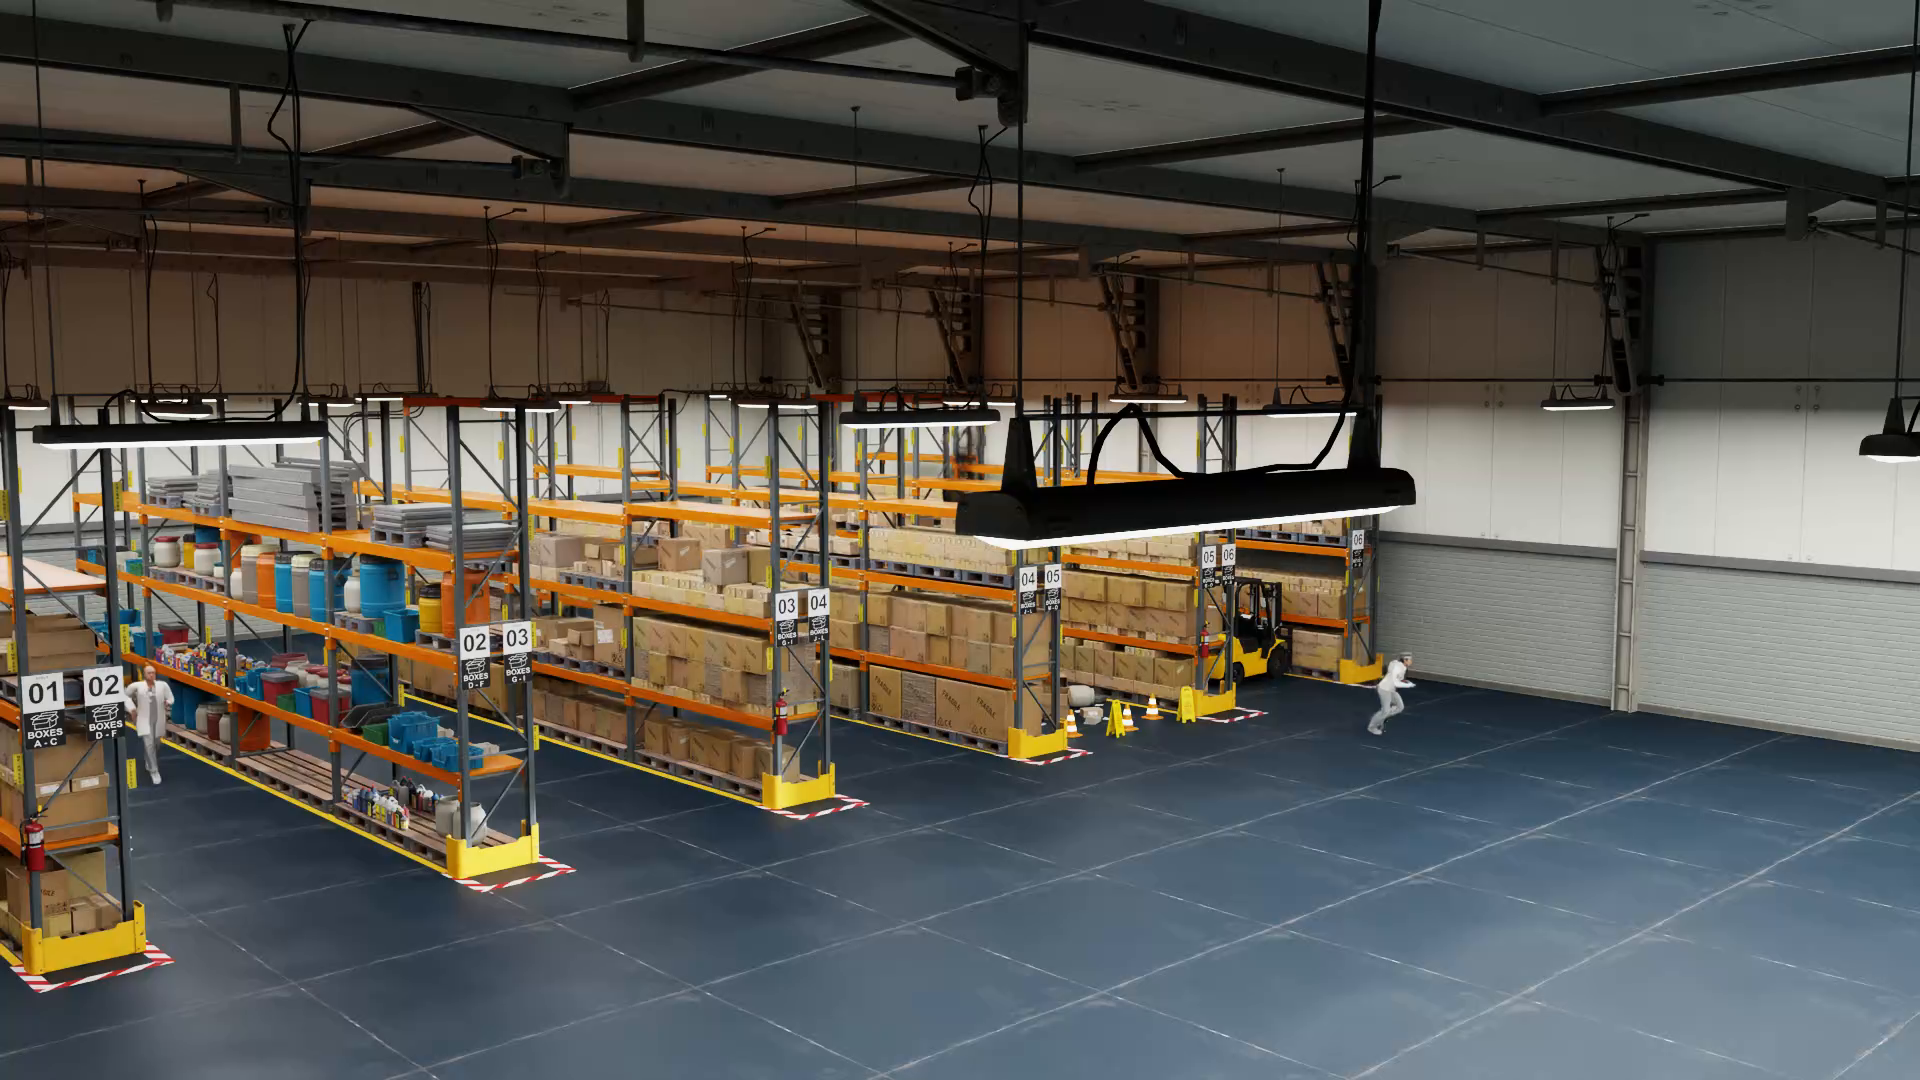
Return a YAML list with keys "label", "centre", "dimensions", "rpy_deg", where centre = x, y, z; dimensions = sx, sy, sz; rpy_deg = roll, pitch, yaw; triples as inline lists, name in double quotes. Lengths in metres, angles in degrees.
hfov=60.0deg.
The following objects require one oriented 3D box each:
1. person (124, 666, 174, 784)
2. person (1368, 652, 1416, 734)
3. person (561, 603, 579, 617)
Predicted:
- label: "person"
  centre: [-12.819, 2.886, 26.354]
  dimensions: [0.705, 1.802, 1.046]
  rpy_deg: [-5, 7, -41]
- label: "person"
  centre: [7.724, 2.715, 29.681]
  dimensions: [0.839, 1.503, 0.643]
  rpy_deg: [3, 6, 25]
- label: "person"
  centre: [-9.657, 1.525, 40.956]
  dimensions: [0.638, 1.798, 0.796]
  rpy_deg: [5, 7, 41]
